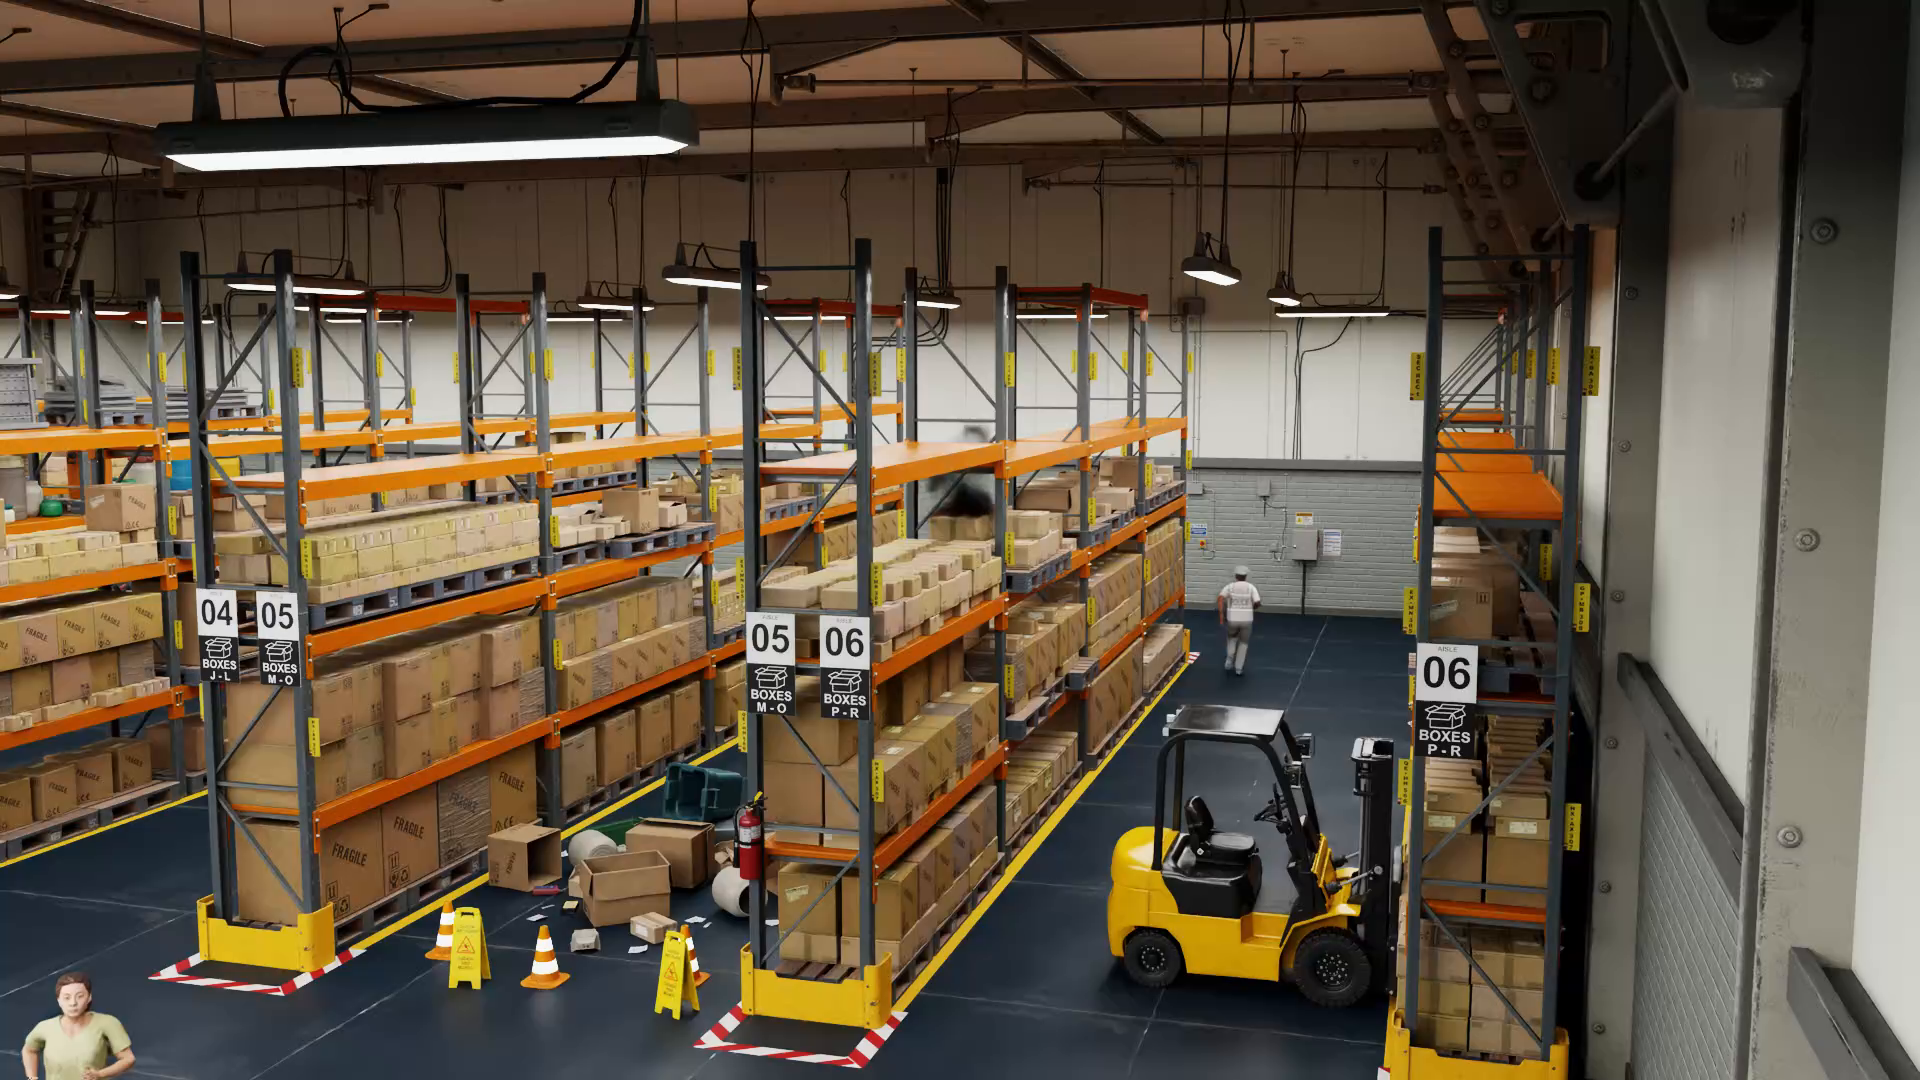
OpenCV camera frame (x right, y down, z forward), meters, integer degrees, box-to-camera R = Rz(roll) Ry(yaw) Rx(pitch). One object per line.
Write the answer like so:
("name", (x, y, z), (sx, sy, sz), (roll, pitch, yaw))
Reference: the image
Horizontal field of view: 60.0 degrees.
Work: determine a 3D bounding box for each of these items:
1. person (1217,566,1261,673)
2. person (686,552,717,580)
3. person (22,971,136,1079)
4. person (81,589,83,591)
("person", (4.539, 1.281, 27.021), (0.680, 1.725, 0.697), (2, 7, 16))
("person", (-4.752, 0.927, 30.639), (0.668, 1.636, 0.558), (-2, 7, -20))
("person", (-4.984, 3.261, 9.439), (0.573, 1.661, 0.963), (-3, 7, -27))
("person", (-15.193, 1.189, 28.261), (0.573, 1.595, 0.860), (1, 6, 8))
